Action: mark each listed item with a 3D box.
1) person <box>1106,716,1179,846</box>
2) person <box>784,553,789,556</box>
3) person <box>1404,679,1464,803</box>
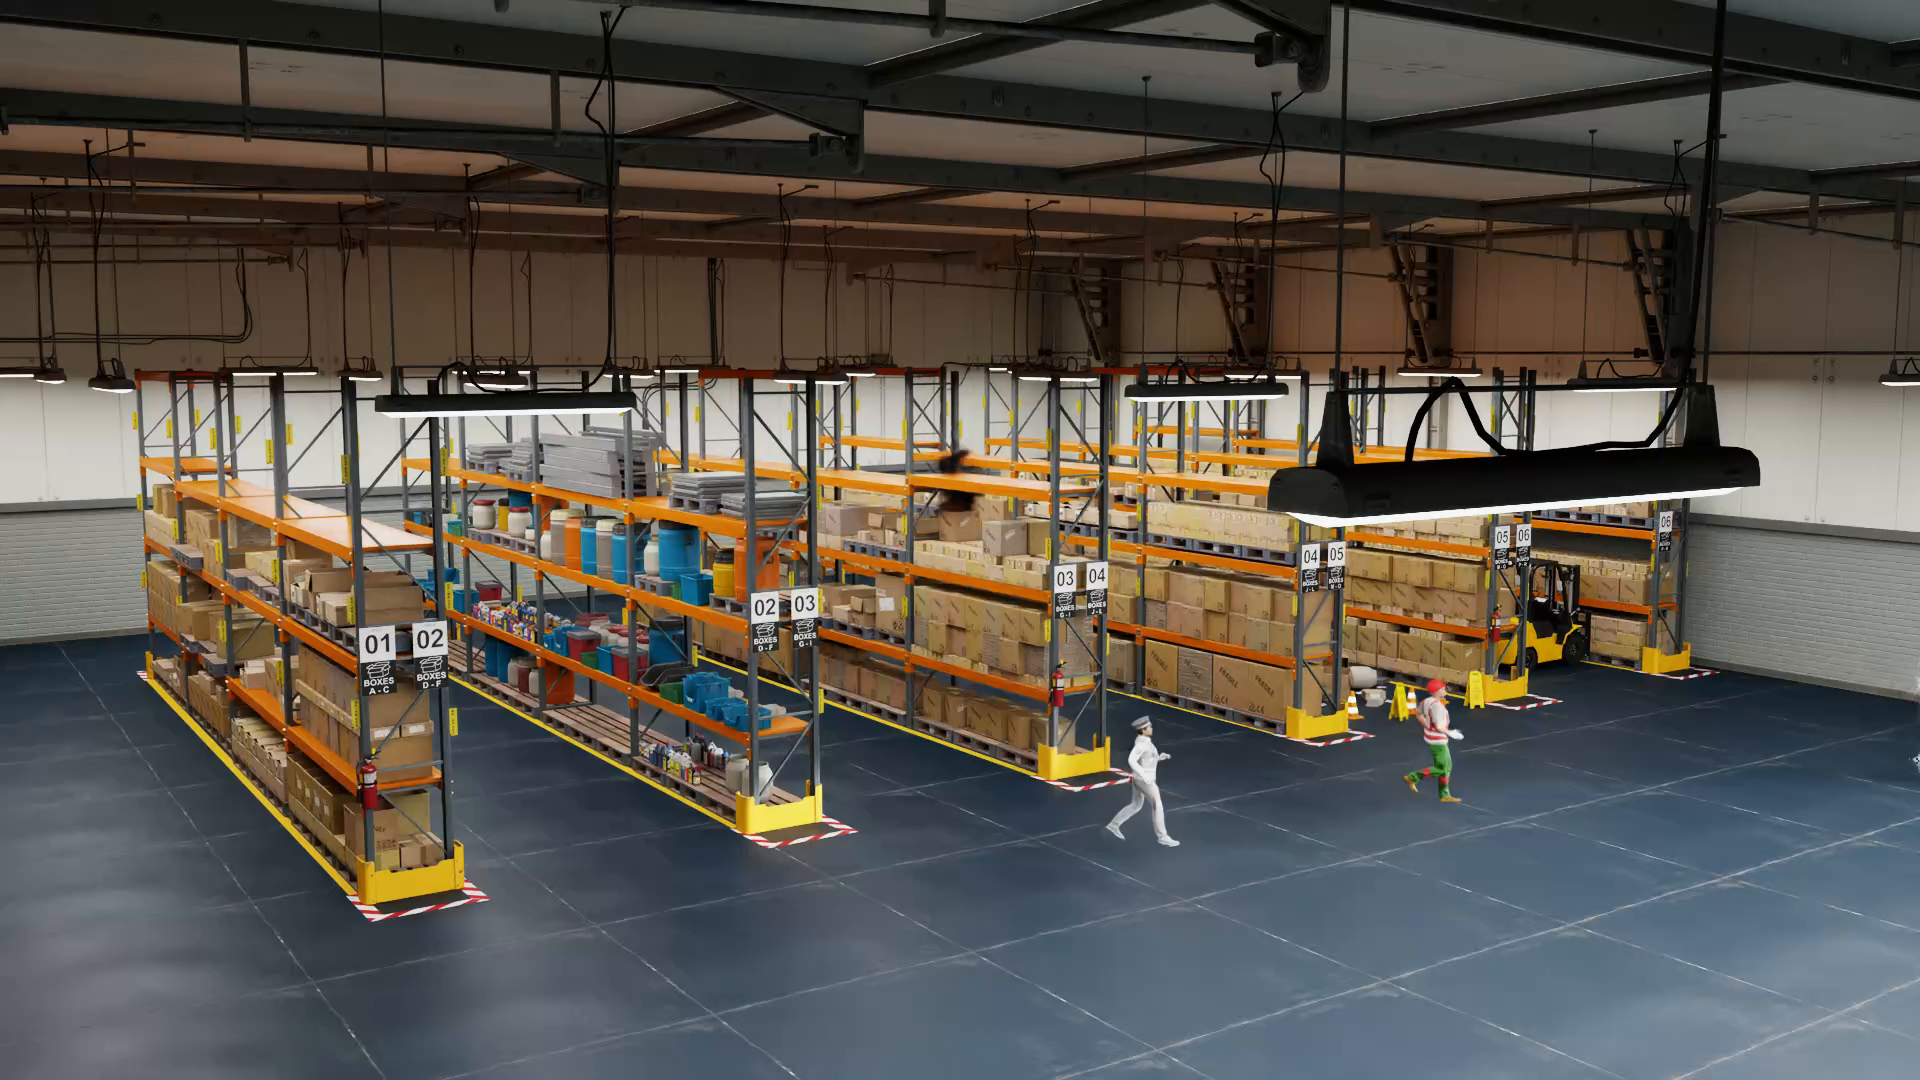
[{"bbox_3d":[2.345,3.073,21.262,0.936,1.687,0.610,0,6,-3],"label":"person"},{"bbox_3d":[-4.193,1.100,39.465,0.694,1.584,0.562,-1,7,-10],"label":"person"},{"bbox_3d":[6.647,2.826,23.370,0.831,1.759,0.666,0,6,0],"label":"person"}]
